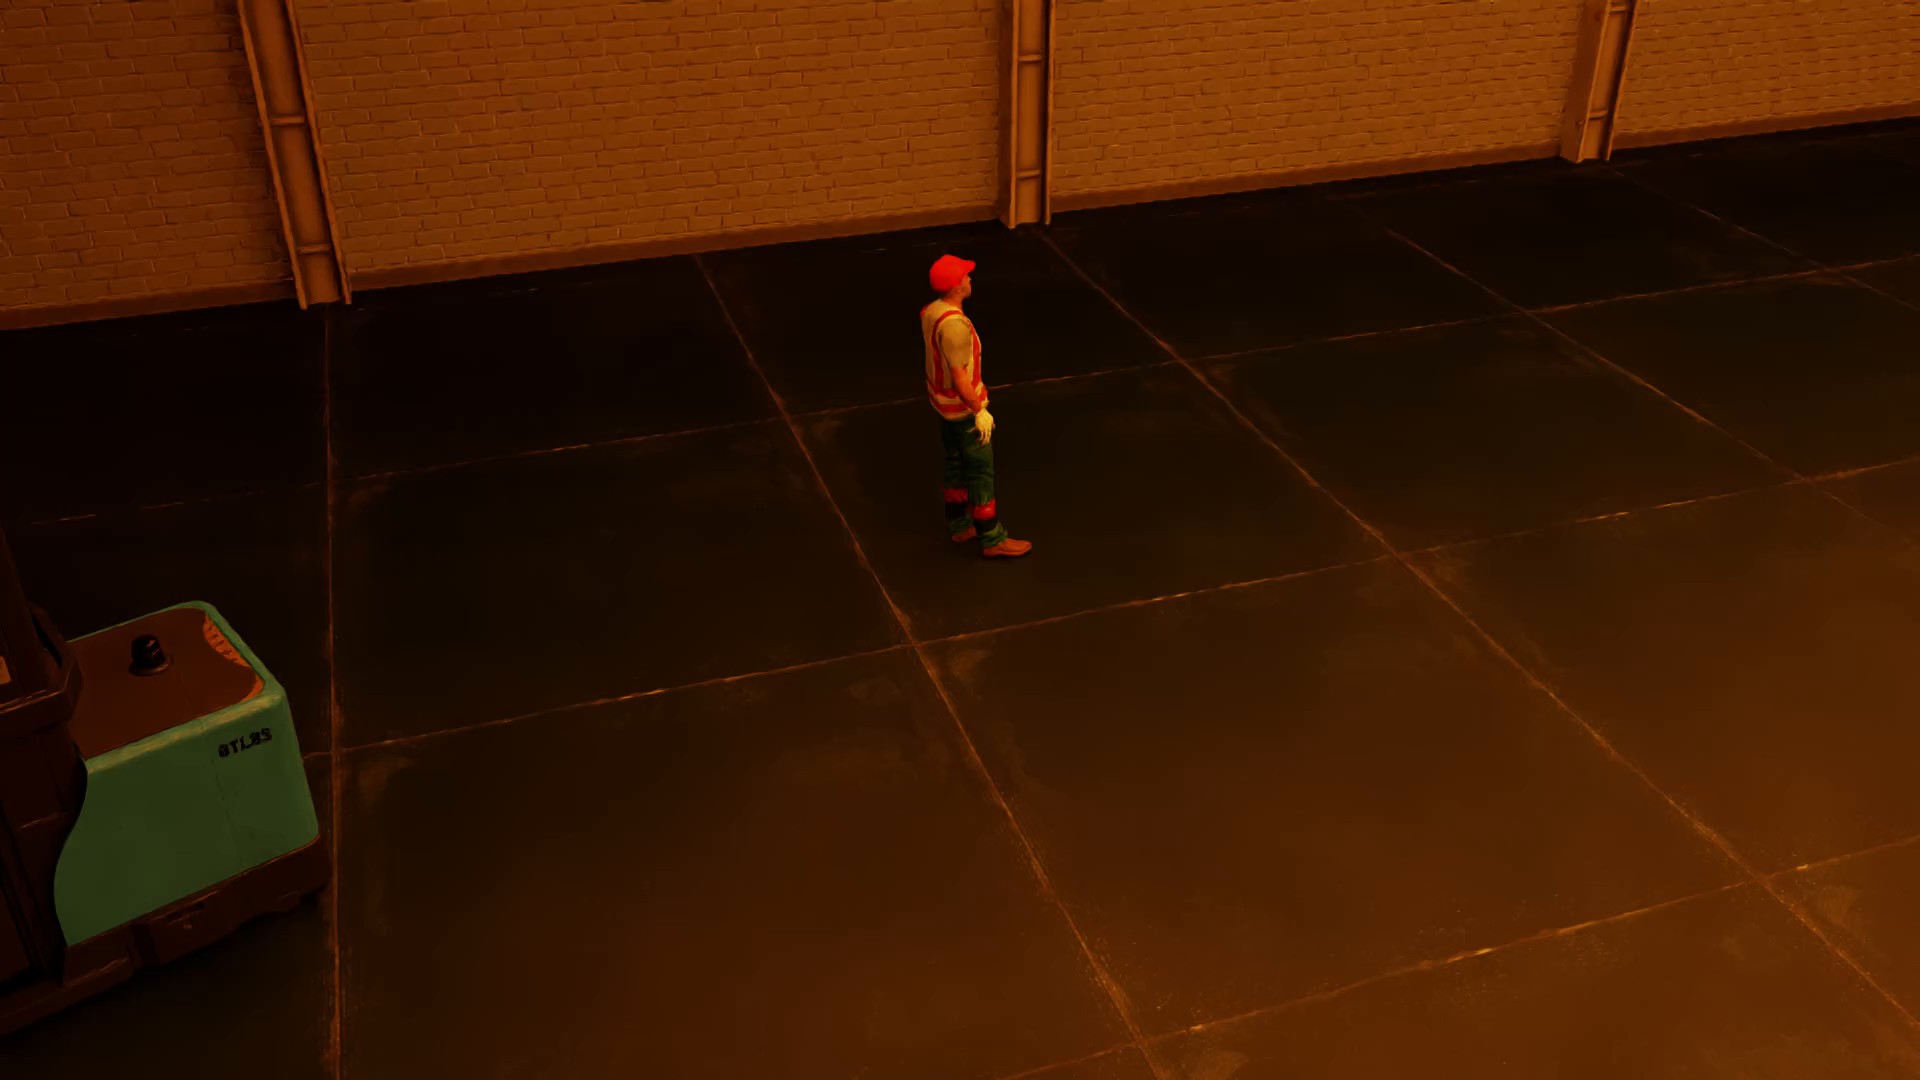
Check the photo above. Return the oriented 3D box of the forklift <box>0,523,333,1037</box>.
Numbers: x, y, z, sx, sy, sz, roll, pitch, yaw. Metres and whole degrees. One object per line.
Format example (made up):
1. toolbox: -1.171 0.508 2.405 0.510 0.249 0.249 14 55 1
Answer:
1. forklift: -4.213 0.566 6.104 3.031 2.935 1.130 -23 37 -34

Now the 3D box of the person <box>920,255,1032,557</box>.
1. person: 0.080 -0.789 9.589 0.563 1.787 0.637 -10 31 -16
